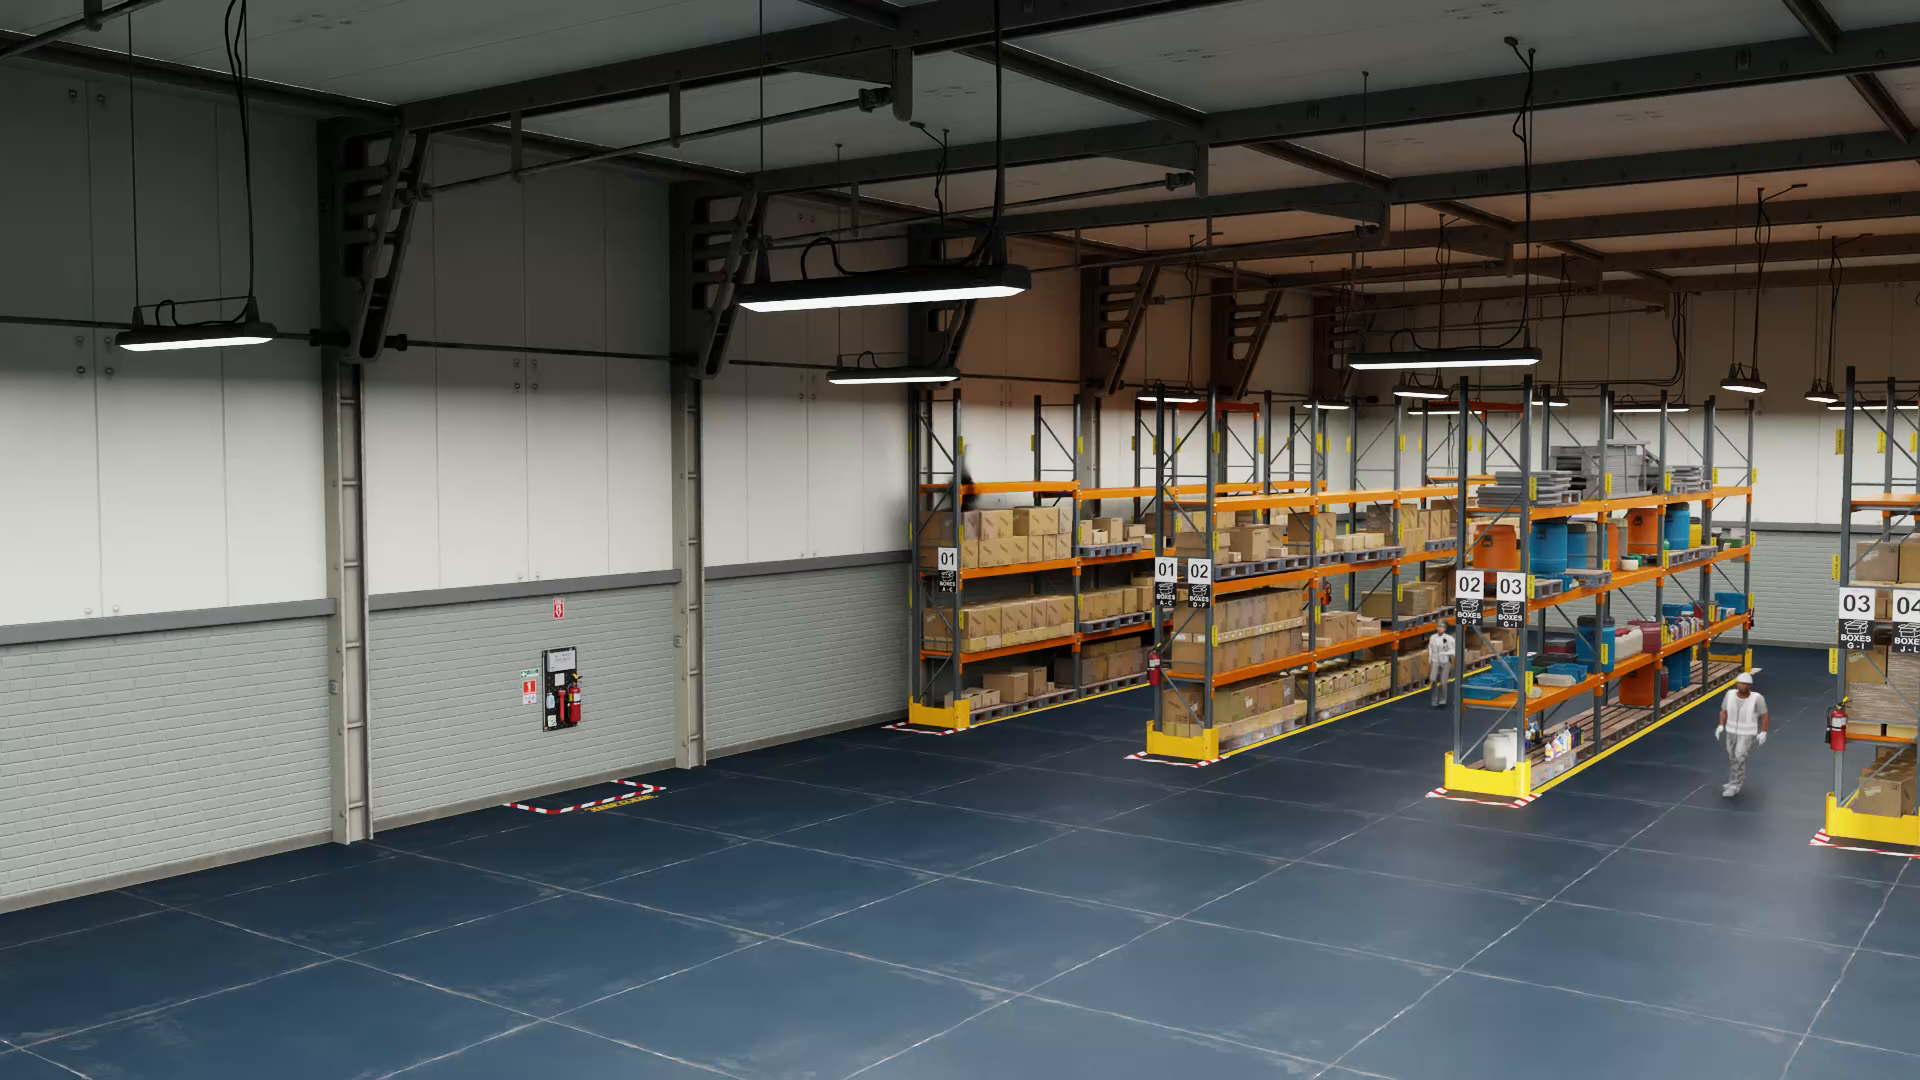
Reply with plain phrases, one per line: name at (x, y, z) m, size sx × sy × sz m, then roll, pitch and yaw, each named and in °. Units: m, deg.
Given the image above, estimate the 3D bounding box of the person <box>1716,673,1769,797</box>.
person at (11.097, 2.748, 23.641) m, size 0.727 × 1.746 × 0.617 m, roll -3°, pitch 4°, yaw -38°

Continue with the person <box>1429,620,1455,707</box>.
person at (9.171, 2.348, 31.702) m, size 0.578 × 1.678 × 0.646 m, roll 2°, pitch 4°, yaw 29°
